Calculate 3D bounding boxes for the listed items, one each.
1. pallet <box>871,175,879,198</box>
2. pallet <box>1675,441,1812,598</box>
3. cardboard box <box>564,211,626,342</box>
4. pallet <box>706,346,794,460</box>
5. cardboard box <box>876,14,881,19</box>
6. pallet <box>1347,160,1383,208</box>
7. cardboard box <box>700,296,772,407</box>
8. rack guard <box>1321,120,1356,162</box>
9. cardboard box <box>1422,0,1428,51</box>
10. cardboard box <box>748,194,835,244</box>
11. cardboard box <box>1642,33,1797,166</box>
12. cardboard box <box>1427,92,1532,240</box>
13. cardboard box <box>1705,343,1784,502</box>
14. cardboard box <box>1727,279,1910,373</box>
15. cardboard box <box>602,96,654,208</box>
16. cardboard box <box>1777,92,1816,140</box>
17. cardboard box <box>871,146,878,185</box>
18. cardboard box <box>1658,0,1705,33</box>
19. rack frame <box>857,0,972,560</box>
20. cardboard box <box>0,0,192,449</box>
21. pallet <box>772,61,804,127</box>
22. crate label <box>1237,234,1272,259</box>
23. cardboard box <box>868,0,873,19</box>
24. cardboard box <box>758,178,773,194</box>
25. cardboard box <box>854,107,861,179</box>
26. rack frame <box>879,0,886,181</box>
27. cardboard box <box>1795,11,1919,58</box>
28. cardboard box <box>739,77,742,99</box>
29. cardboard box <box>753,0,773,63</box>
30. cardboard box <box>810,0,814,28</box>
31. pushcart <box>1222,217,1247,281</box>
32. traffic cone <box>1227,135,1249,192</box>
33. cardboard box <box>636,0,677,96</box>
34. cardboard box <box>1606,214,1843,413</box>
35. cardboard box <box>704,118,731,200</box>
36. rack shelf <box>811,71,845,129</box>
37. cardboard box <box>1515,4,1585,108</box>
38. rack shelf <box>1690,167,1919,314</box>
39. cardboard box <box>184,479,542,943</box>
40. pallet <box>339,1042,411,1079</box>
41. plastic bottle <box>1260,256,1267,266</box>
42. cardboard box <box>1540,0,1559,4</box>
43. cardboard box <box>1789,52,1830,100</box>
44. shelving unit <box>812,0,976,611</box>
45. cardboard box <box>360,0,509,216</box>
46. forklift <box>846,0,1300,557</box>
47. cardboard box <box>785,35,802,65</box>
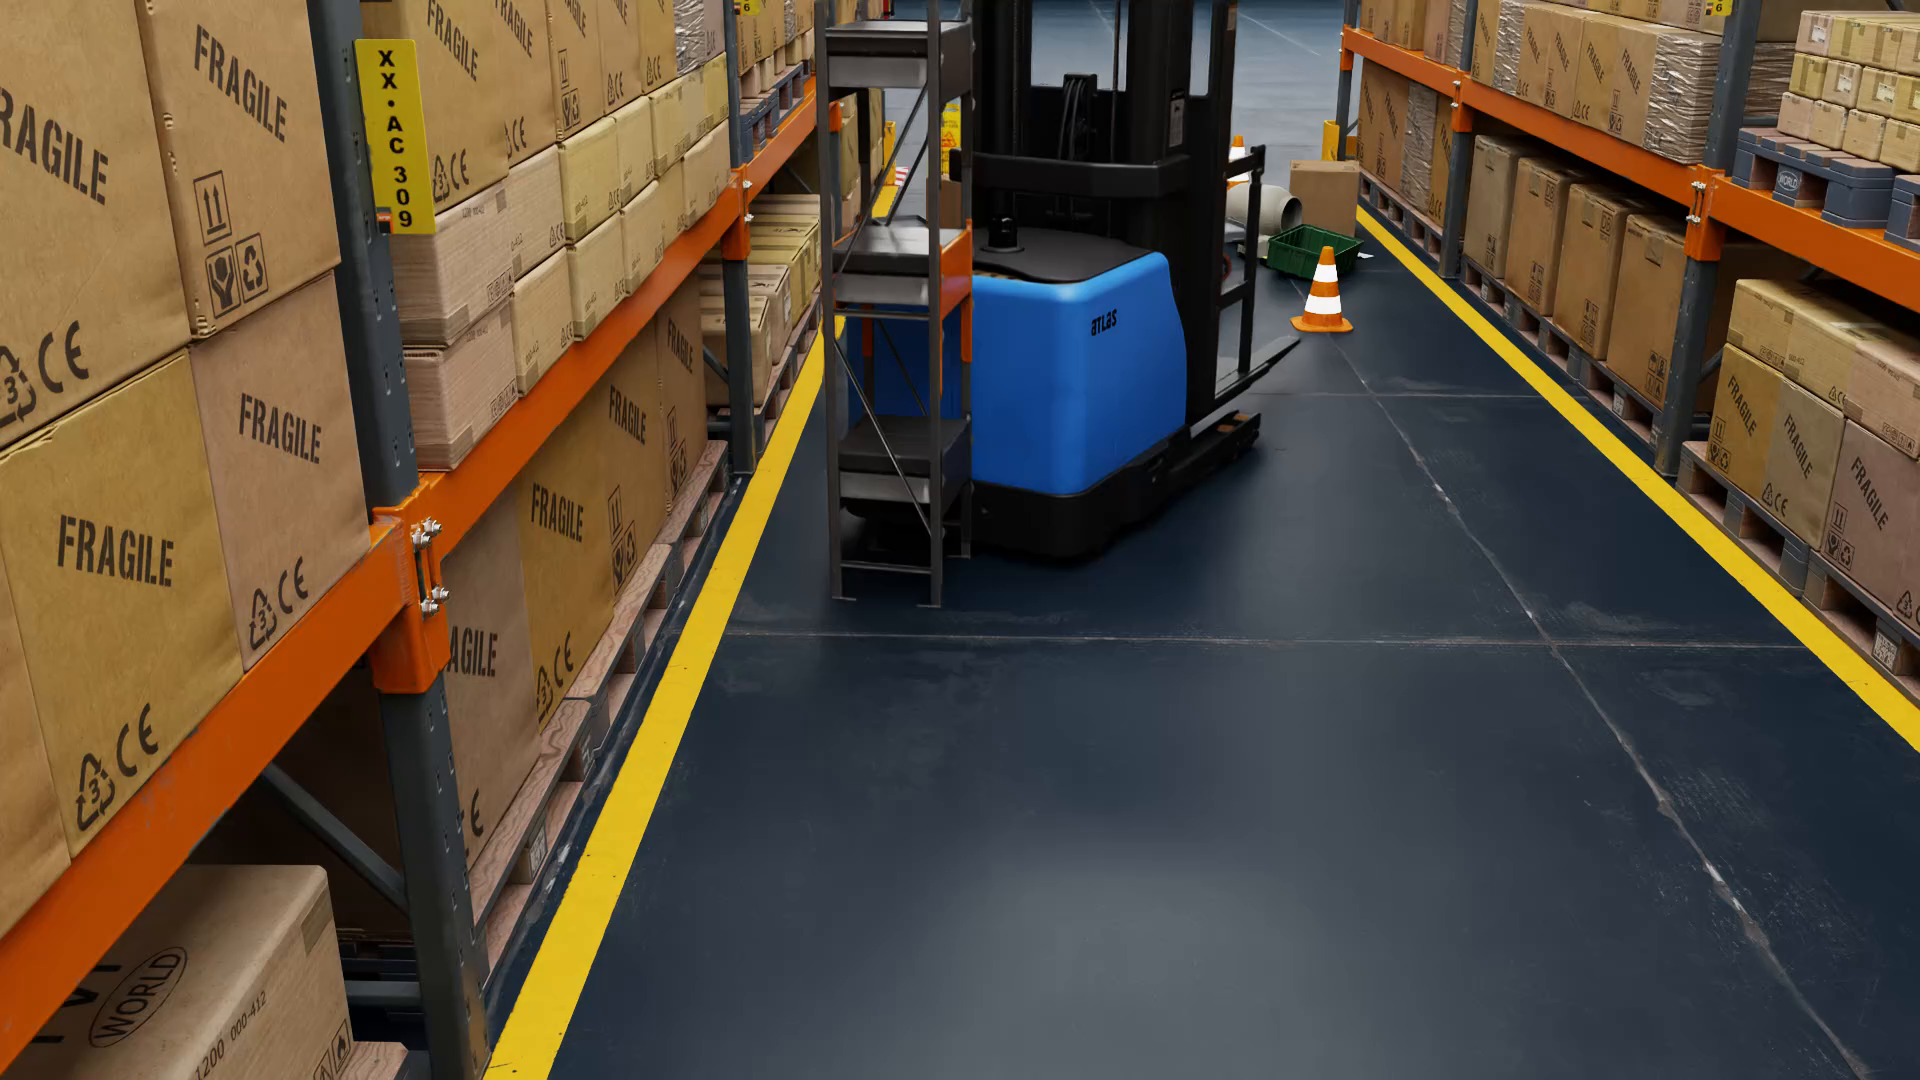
[{"bbox_3d":[-1.218,-2.971,13.894,1.003,0.211,1.213,1,21,2],"label":"pallet"},{"bbox_3d":[3.527,-0.099,6.491,1.003,0.211,1.213,1,21,2],"label":"pallet"},{"bbox_3d":[-1.197,-0.711,4.423,0.500,0.250,0.500,0,21,1],"label":"cardboard box"},{"bbox_3d":[-1.373,-0.682,7.994,1.003,0.211,1.213,1,21,2],"label":"pallet"},{"bbox_3d":[-0.850,-4.244,13.668,0.380,0.149,0.250,0,21,1],"label":"cardboard box"},{"bbox_3d":[3.849,-2.984,13.927,1.003,0.211,1.213,1,21,2],"label":"pallet"},{"bbox_3d":[-1.371,-0.874,7.687,0.950,0.372,0.625,-1,21,-2],"label":"cardboard box"},{"bbox_3d":[3.796,-3.417,14.644,1.175,0.500,0.348,1,21,2],"label":"rack guard"},{"bbox_3d":[3.801,-3.724,11.772,0.875,0.550,0.550,1,21,2],"label":"cardboard box"},{"bbox_3d":[-1.290,-1.926,10.399,0.950,0.372,0.625,1,21,2],"label":"cardboard box"},{"bbox_3d":[3.298,-1.894,7.124,0.500,0.500,0.500,1,21,2],"label":"cardboard box"},{"bbox_3d":[3.763,-2.559,11.335,0.875,0.875,0.875,1,21,2],"label":"cardboard box"},{"bbox_3d":[3.276,-0.459,6.439,0.500,0.500,0.500,0,21,-1],"label":"cardboard box"},{"bbox_3d":[3.289,-0.815,6.320,0.500,0.250,0.500,0,21,-1],"label":"cardboard box"},{"bbox_3d":[-1.182,-1.126,4.800,0.500,0.250,0.500,0,21,0],"label":"cardboard box"},{"bbox_3d":[3.337,-1.600,6.273,0.380,0.149,0.250,0,21,1],"label":"cardboard box"},{"bbox_3d":[-0.935,-3.023,13.394,0.500,0.250,0.500,1,21,2],"label":"cardboard box"},{"bbox_3d":[3.590,-2.539,7.405,0.700,0.500,0.500,0,21,1],"label":"cardboard box"},{"bbox_3d":[-0.156,-0.920,5.997,0.400,2.100,0.015,5,22,12],"label":"rack frame"},{"bbox_3d":[-1.282,-0.409,1.915,0.500,0.500,0.500,0,21,1],"label":"cardboard box"},{"bbox_3d":[-1.379,-2.326,8.642,1.003,0.211,1.213,1,21,2],"label":"pallet"},{"bbox_3d":[2.093,-2.052,11.629,0.298,0.136,0.250,-16,26,-35],"label":"crate label"},{"bbox_3d":[-0.935,-4.216,12.698,0.500,0.500,0.500,1,21,1],"label":"cardboard box"},{"bbox_3d":[-1.527,-2.626,11.333,0.500,0.500,0.500,0,21,1],"label":"cardboard box"},{"bbox_3d":[-0.985,-2.813,11.816,0.500,0.500,0.500,1,21,4],"label":"cardboard box"},{"bbox_3d":[-1.155,-4.592,14.216,1.000,3.000,0.127,1,21,2],"label":"rack frame"},{"bbox_3d":[3.344,-1.871,6.148,0.380,0.149,0.250,1,21,2],"label":"cardboard box"},{"bbox_3d":[-1.161,-1.995,7.291,0.380,0.149,0.250,-1,21,-2],"label":"cardboard box"},{"bbox_3d":[-1.145,-2.429,7.512,0.500,0.500,0.500,2,21,4],"label":"cardboard box"},{"bbox_3d":[-1.075,-3.178,9.442,0.500,0.500,0.500,1,21,2],"label":"cardboard box"},{"bbox_3d":[1.004,-1.916,10.945,1.648,0.377,0.936,-7,22,-17],"label":"pushcart"},{"bbox_3d":[2.360,-3.215,14.174,0.336,0.463,0.334,1,21,2],"label":"traffic cone"},{"bbox_3d":[-1.182,-1.657,5.132,0.500,0.500,0.500,1,21,2],"label":"cardboard box"},{"bbox_3d":[3.661,-1.047,7.611,1.050,0.750,0.750,0,21,1],"label":"cardboard box"},{"bbox_3d":[-1.154,-1.443,6.310,0.500,0.250,0.500,0,21,0],"label":"cardboard box"},{"bbox_3d":[-1.216,-3.533,12.482,1.077,0.370,4.000,1,21,2],"label":"rack shelf"},{"bbox_3d":[3.356,-2.624,9.006,0.500,0.500,0.500,1,21,1],"label":"cardboard box"},{"bbox_3d":[3.491,-0.623,4.981,1.077,0.370,4.000,1,21,2],"label":"rack shelf"},{"bbox_3d":[-1.581,0.317,3.922,0.875,0.875,0.875,1,21,3],"label":"cardboard box"},{"bbox_3d":[-1.622,1.321,2.832,1.003,0.211,1.213,1,21,2],"label":"pallet"},{"bbox_3d":[2.174,-1.874,11.274,0.133,0.061,0.283,-11,24,-26],"label":"plastic bottle"},{"bbox_3d":[3.651,-3.275,9.301,0.700,0.500,0.500,0,21,1],"label":"cardboard box"},{"bbox_3d":[3.337,-1.726,6.186,0.380,0.149,0.250,2,21,4],"label":"cardboard box"},{"bbox_3d":[-0.209,-0.834,5.775,0.431,2.100,0.503,5,22,12],"label":"shelving unit"},{"bbox_3d":[-1.219,-0.922,3.237,0.500,0.500,0.500,1,21,2],"label":"cardboard box"},{"bbox_3d":[0.717,-1.791,7.093,1.130,2.935,3.031,12,24,28],"label":"forklift"},{"bbox_3d":[-1.062,-2.666,9.021,0.380,0.149,0.250,1,21,2],"label":"cardboard box"}]
